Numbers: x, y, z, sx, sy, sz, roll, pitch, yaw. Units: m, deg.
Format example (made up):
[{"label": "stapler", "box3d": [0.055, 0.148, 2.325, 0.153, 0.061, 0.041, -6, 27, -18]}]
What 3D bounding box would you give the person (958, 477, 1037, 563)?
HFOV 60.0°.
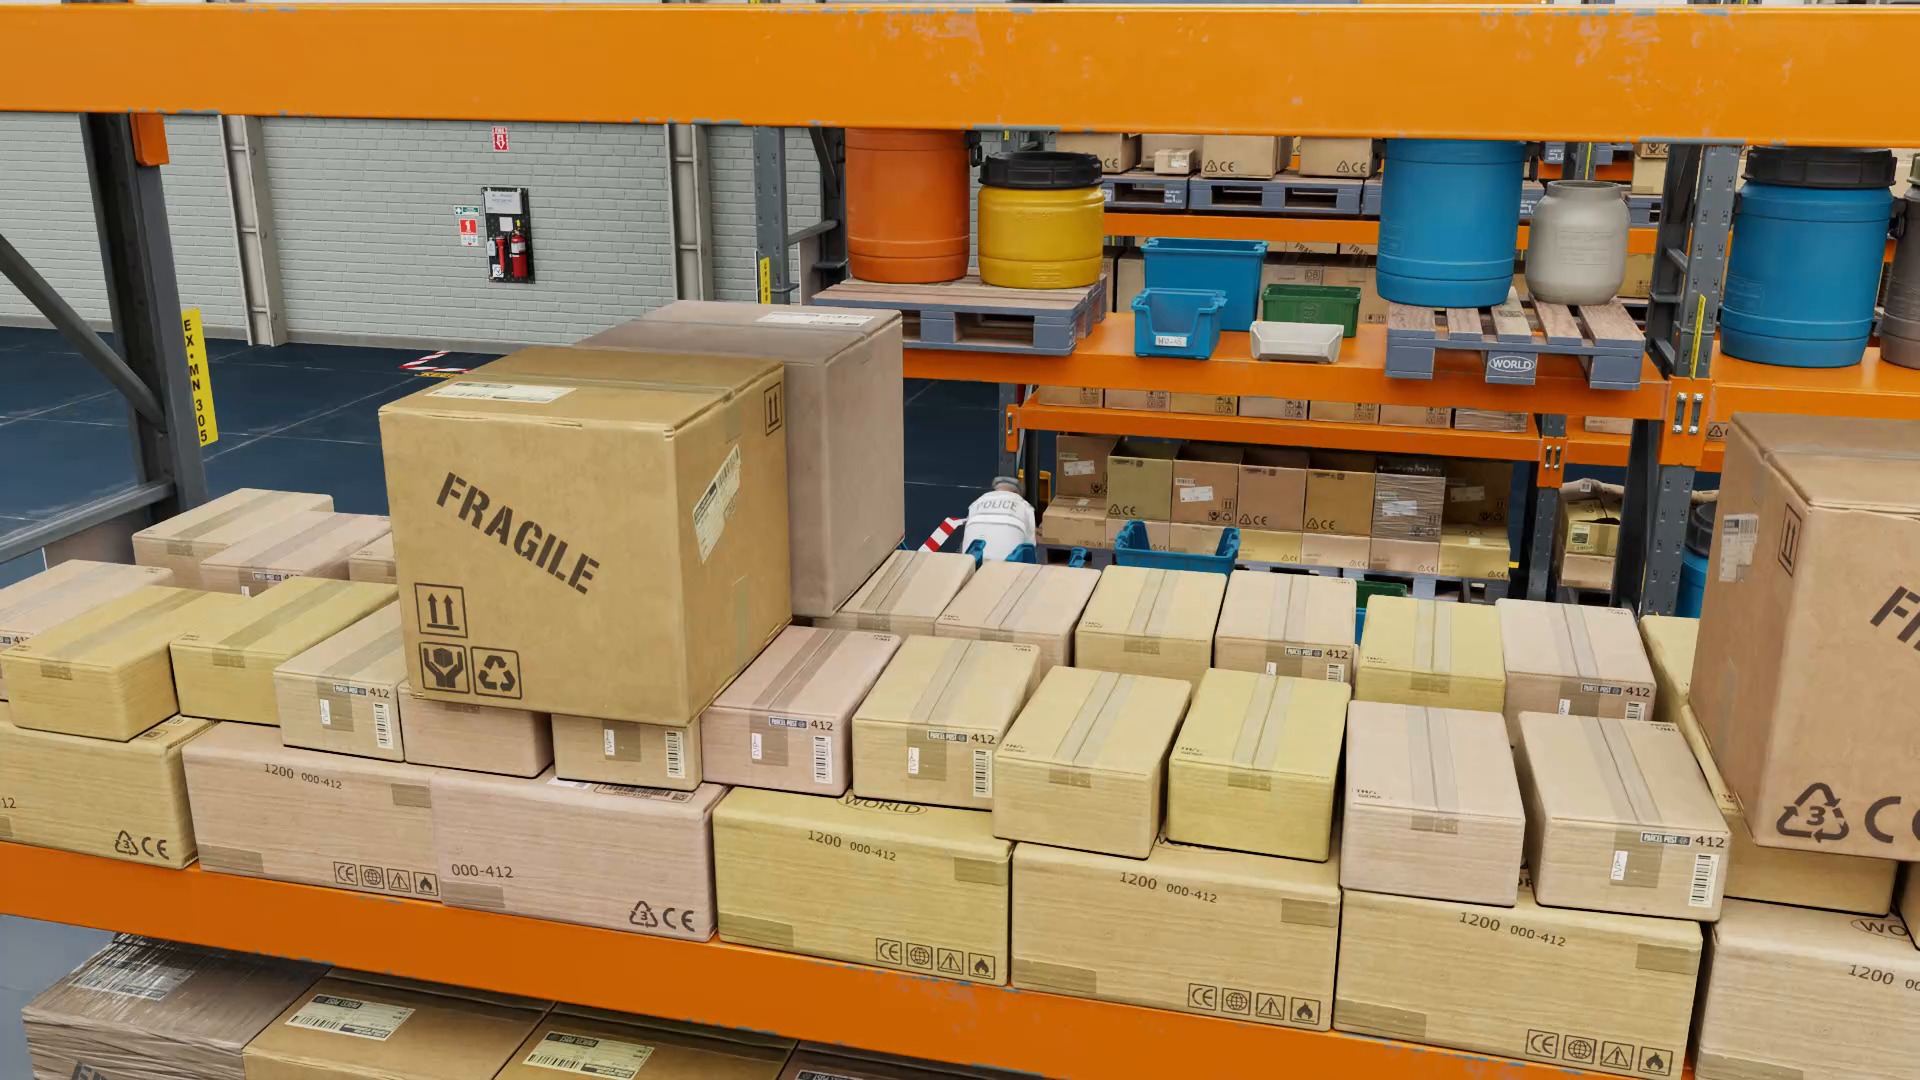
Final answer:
[{"label": "person", "box3d": [0.279, 0.143, 11.777, 0.543, 1.028, 1.024, 4, 18, 11]}]
